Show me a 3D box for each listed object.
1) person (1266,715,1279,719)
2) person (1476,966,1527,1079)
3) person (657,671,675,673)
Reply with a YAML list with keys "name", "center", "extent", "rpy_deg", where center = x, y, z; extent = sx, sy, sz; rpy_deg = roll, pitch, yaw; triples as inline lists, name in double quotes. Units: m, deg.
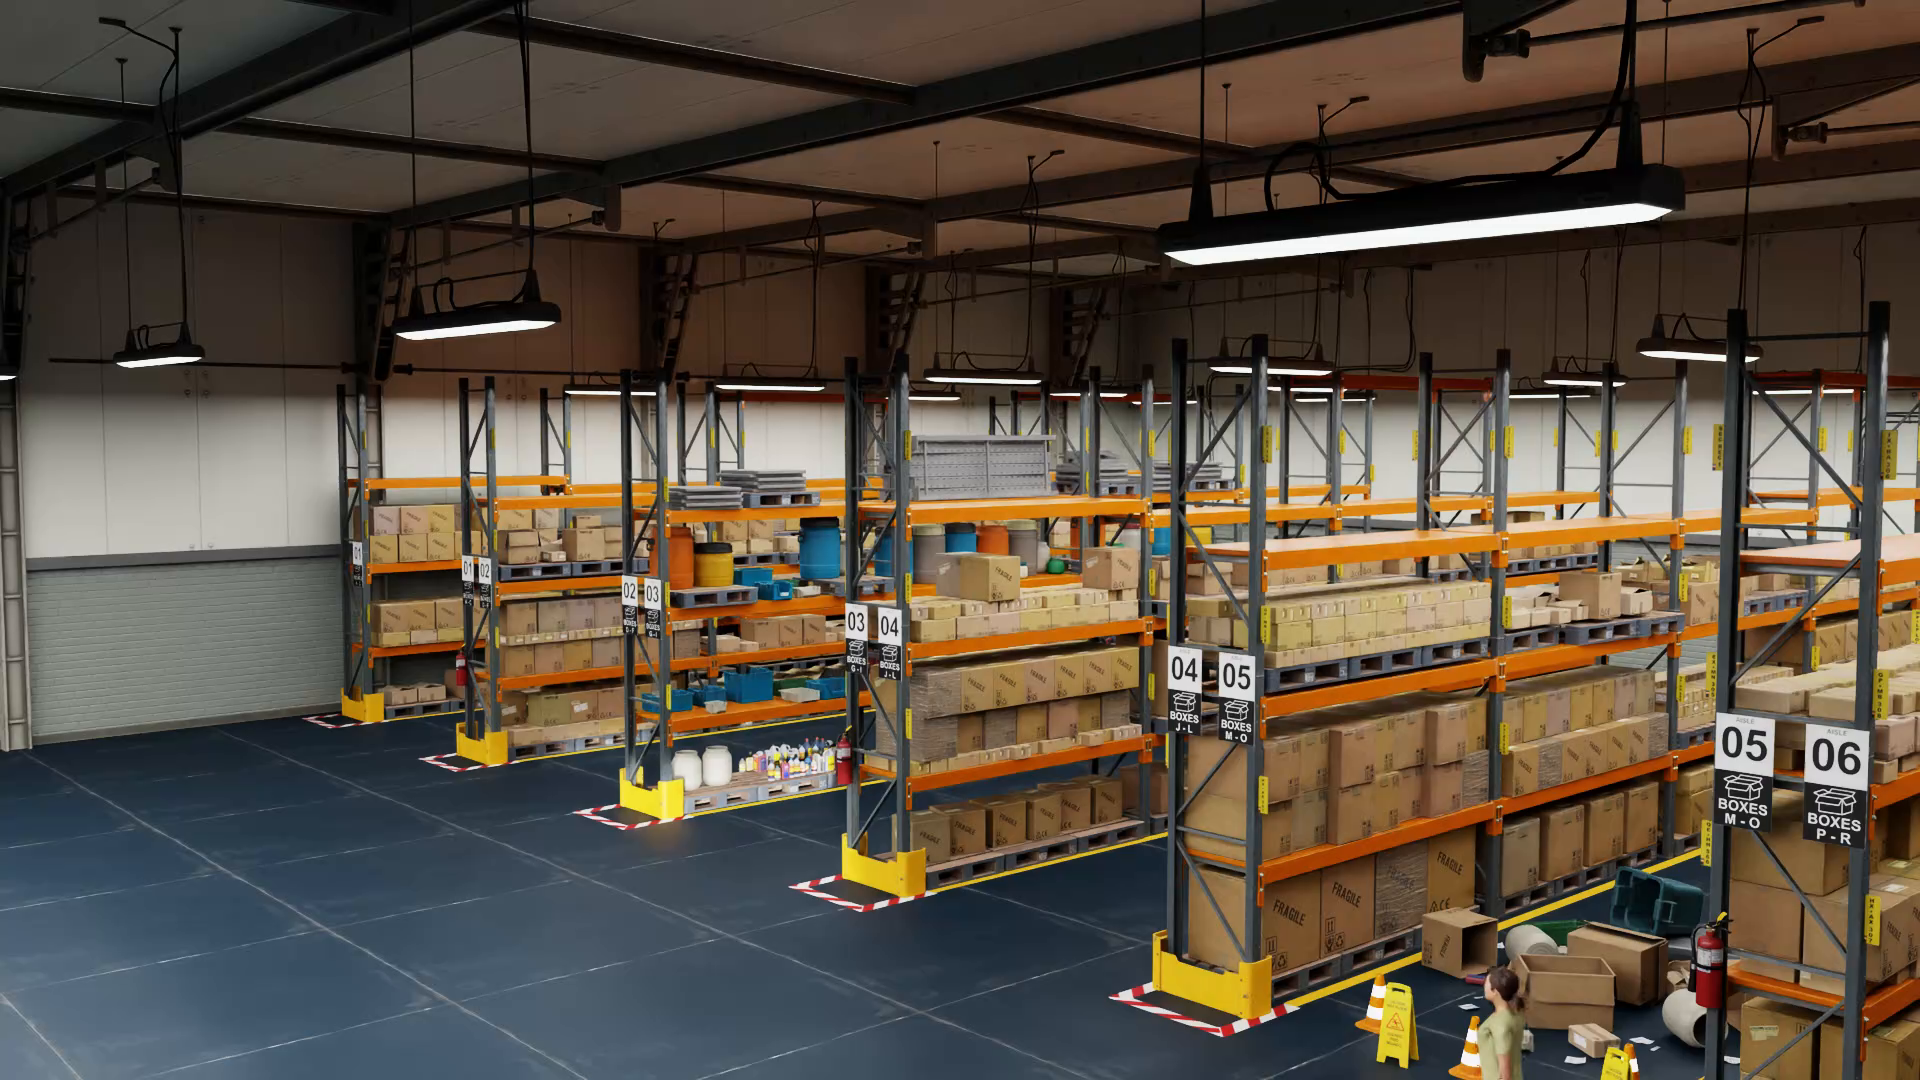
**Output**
- name: "person"
  center: [3.734, 2.989, 19.972]
  extent: [0.590, 1.844, 0.632]
  rpy_deg: [-3, 5, -42]
- name: "person"
  center: [3.611, 3.620, 10.927]
  extent: [0.963, 1.630, 0.445]
  rpy_deg: [2, 4, 23]
- name: "person"
  center: [-5.696, 2.205, 32.051]
  extent: [0.602, 1.724, 0.782]
  rpy_deg: [1, 4, 20]
